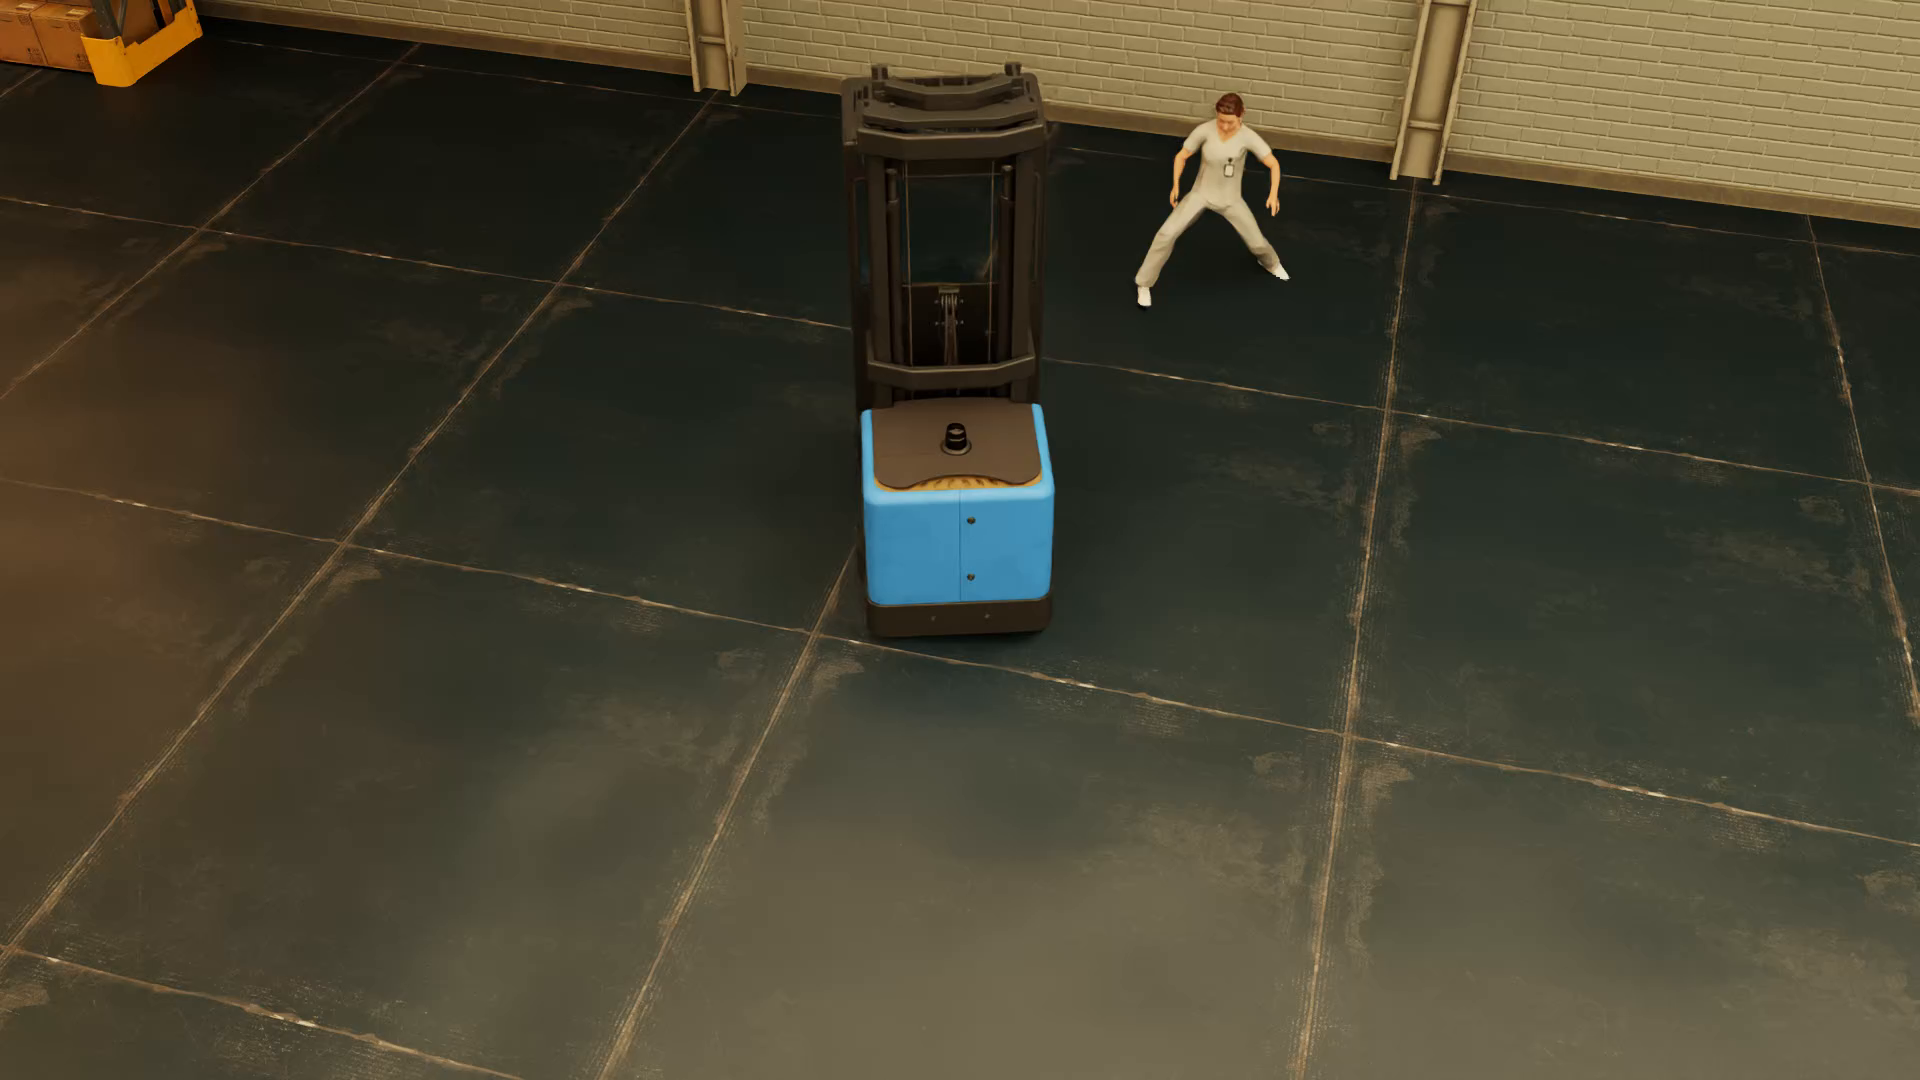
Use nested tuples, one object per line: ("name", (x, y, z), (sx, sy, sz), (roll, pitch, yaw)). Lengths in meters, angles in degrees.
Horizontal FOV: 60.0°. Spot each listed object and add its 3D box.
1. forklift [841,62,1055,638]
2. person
("forklift", (-0.091, -1.513, 9.587), (1.130, 2.935, 3.031), (-2, 41, -3))
("person", (1.845, -2.394, 11.709), (1.025, 1.520, 0.955), (13, 43, 14))
